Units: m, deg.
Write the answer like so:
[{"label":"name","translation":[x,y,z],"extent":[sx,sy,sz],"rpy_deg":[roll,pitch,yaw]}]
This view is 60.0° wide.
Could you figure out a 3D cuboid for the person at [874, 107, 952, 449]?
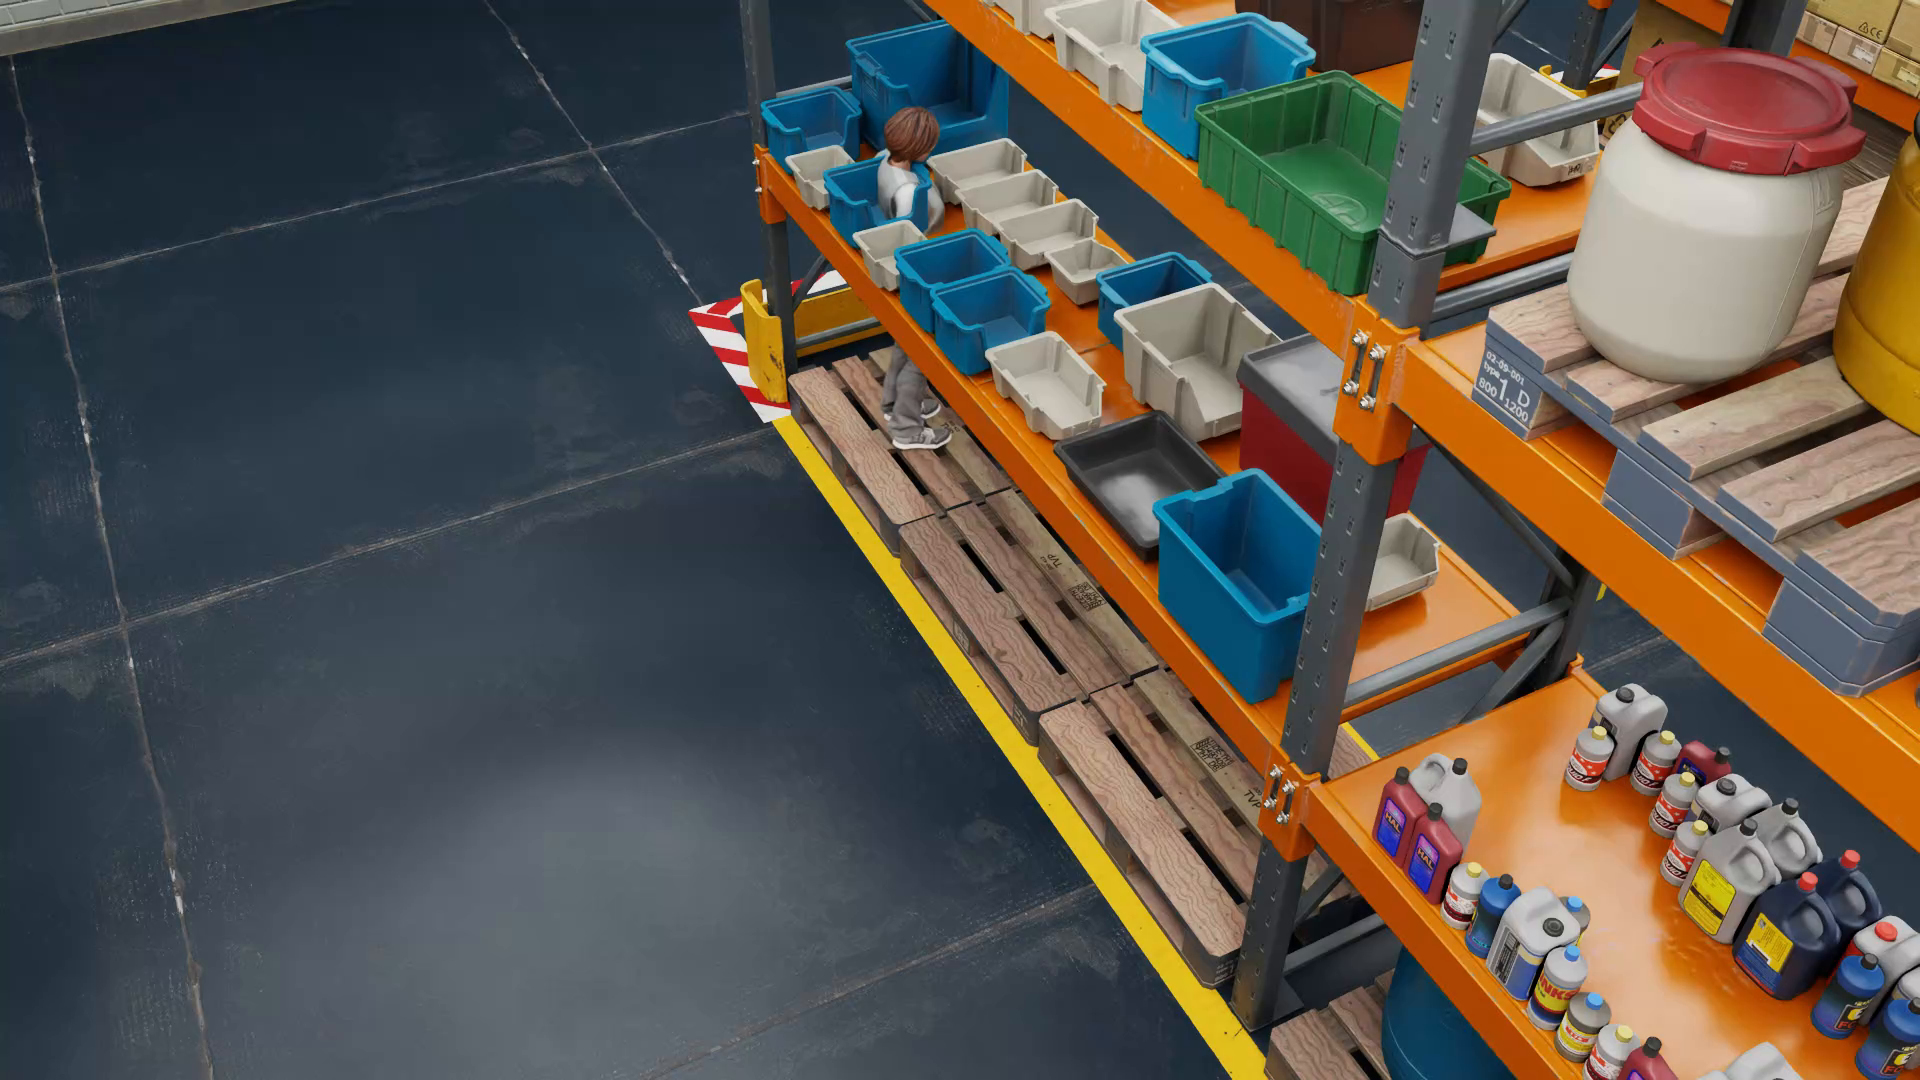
[{"label":"person","translation":[-0.216,-1.113,7.105],"extent":[0.302,1.593,0.408],"rpy_deg":[-9,43,-10]}]
